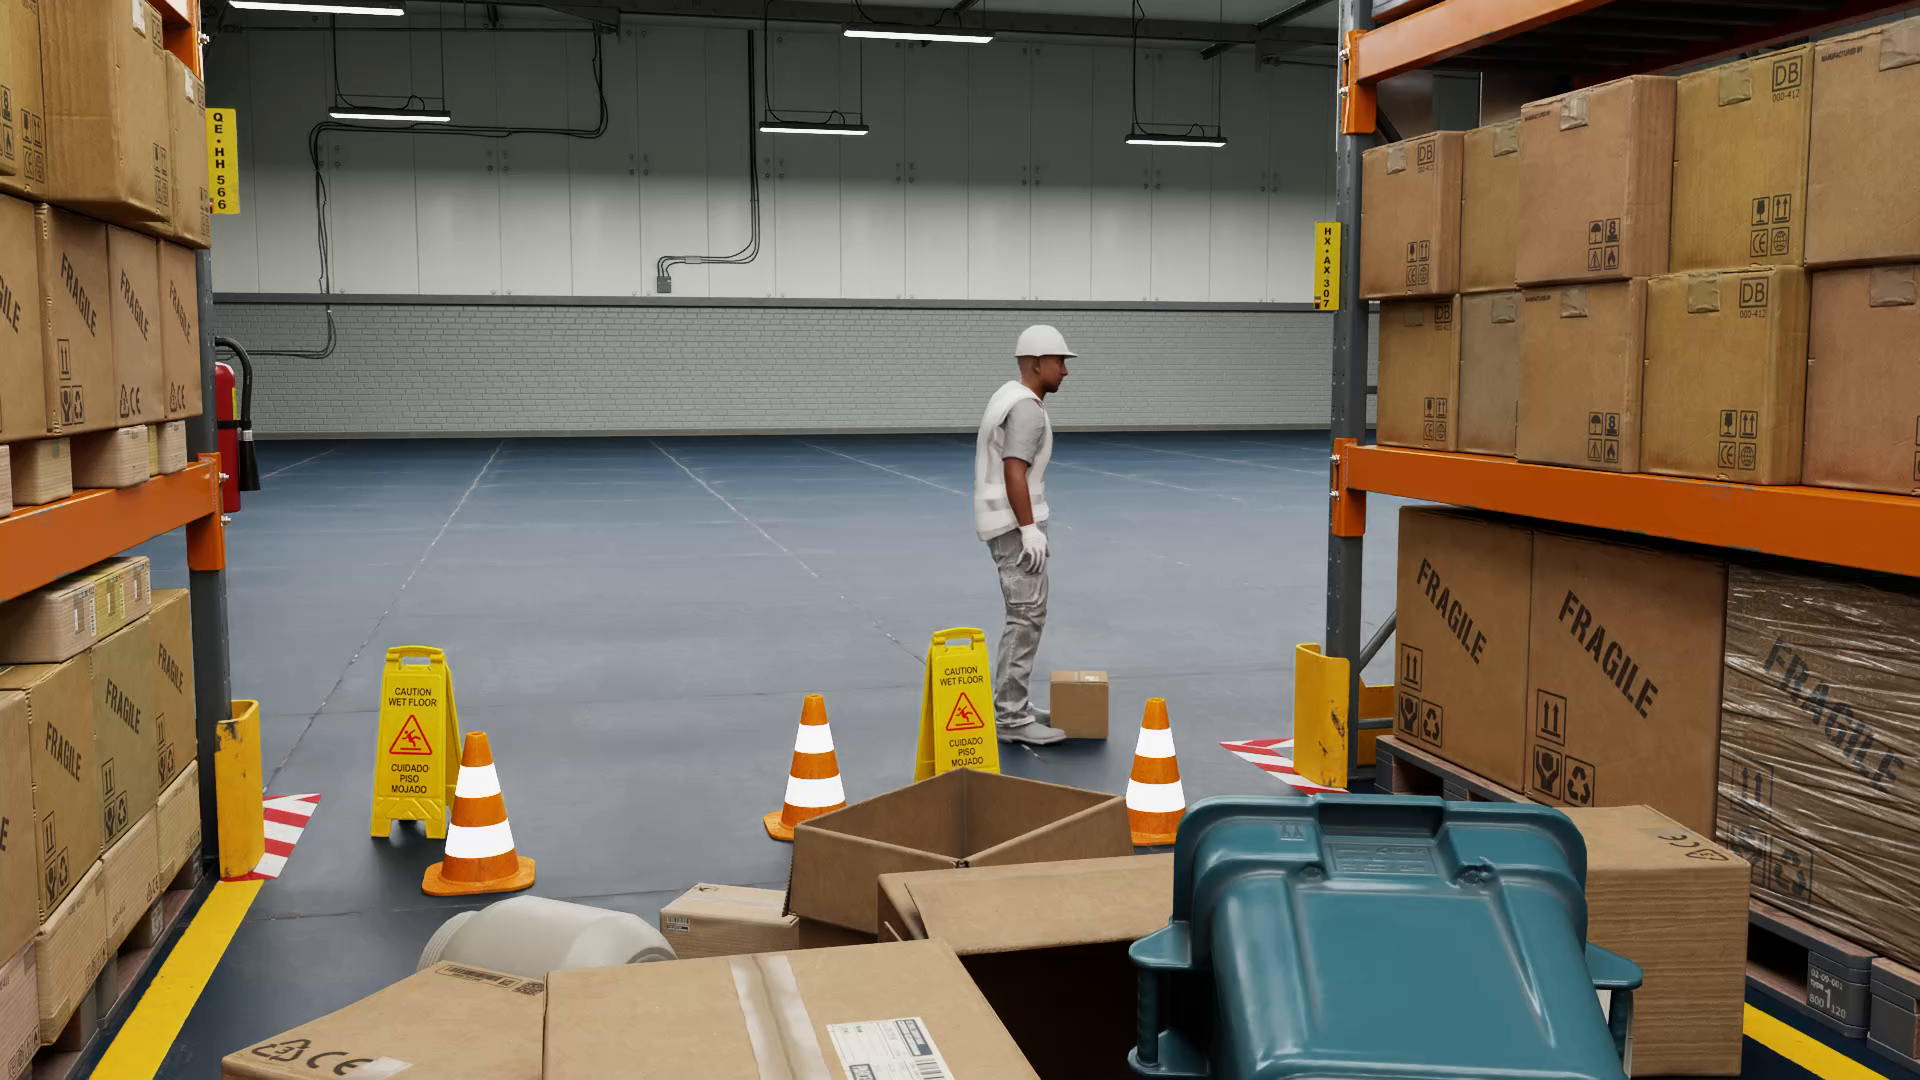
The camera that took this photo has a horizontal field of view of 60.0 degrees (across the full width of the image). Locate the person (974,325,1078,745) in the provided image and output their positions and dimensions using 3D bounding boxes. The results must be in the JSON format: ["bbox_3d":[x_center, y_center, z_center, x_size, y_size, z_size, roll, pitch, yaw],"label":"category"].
[{"bbox_3d":[0.283,-0.038,7.211,0.451,1.773,0.623,0,6,1],"label":"person"}]
